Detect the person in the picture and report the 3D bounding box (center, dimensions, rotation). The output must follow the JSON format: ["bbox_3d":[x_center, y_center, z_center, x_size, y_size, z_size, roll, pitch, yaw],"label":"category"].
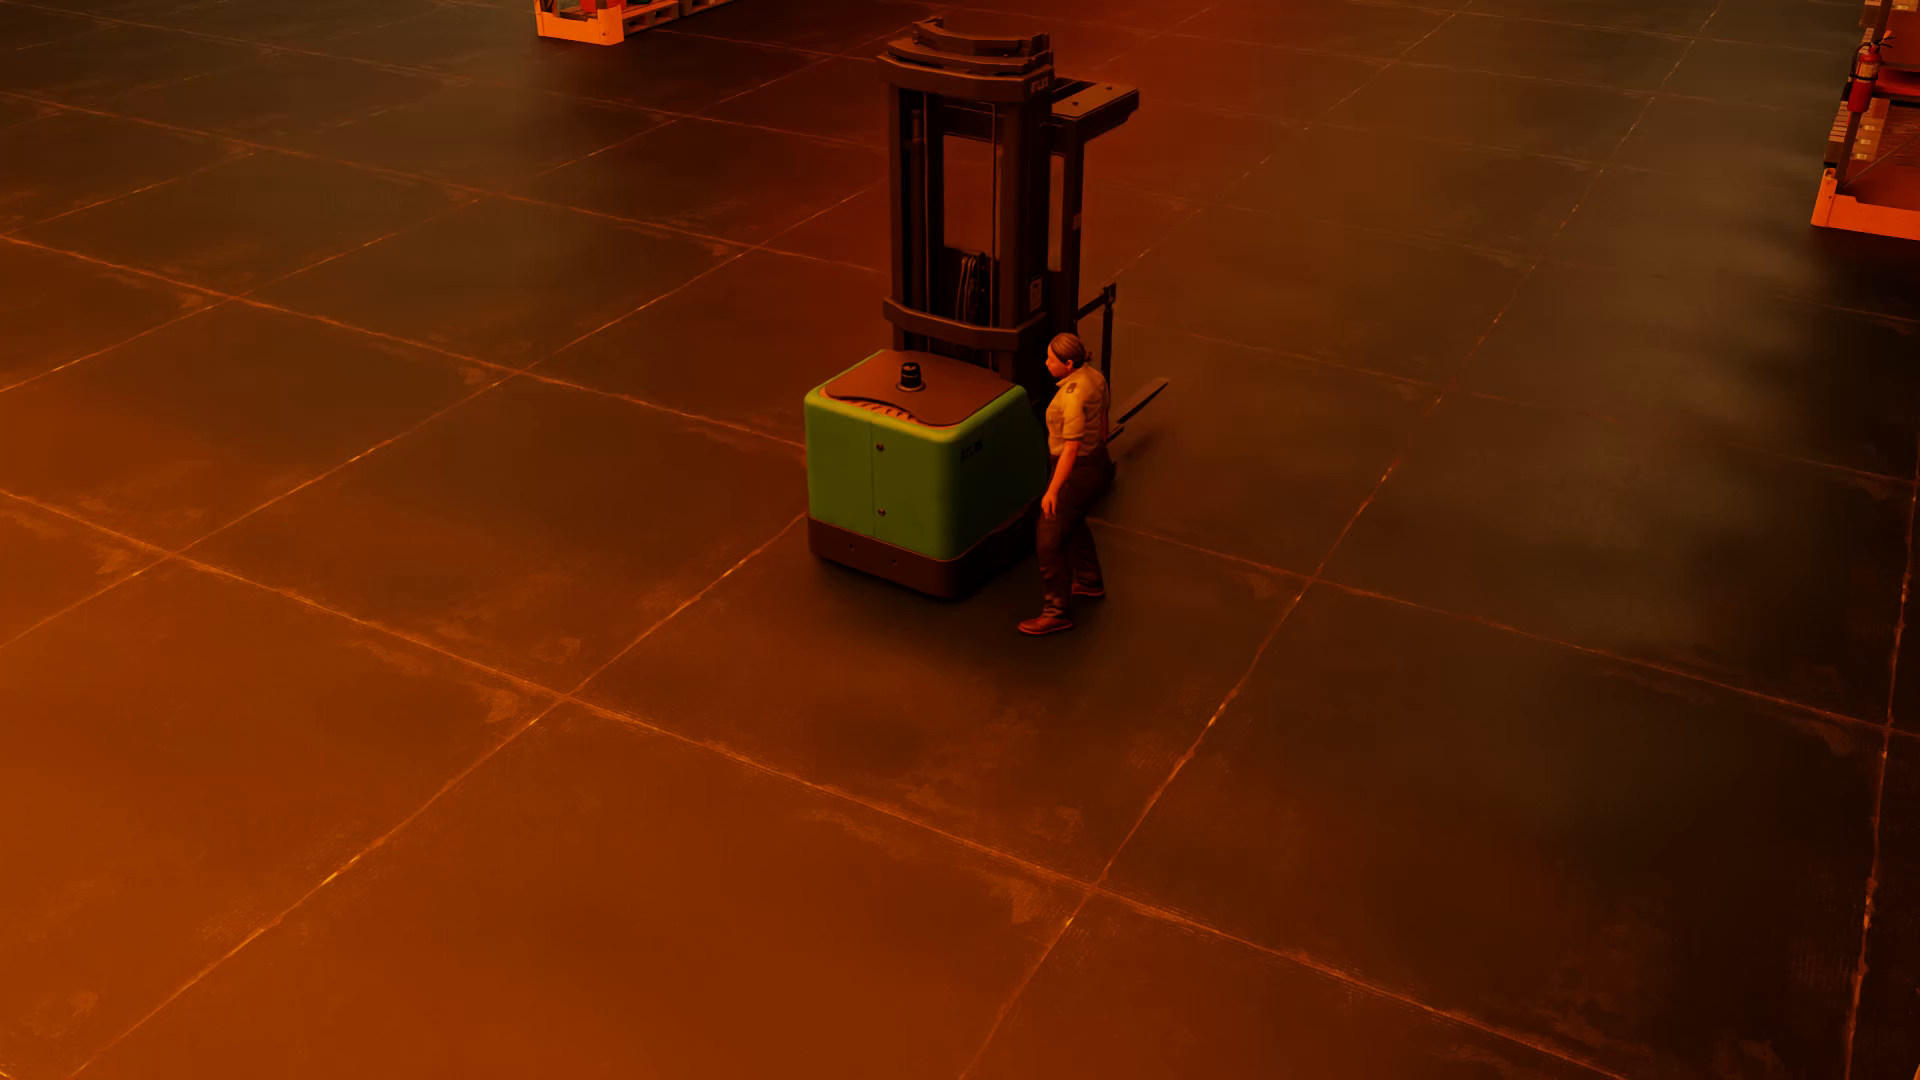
[{"bbox_3d":[0.607,-0.343,8.979,0.371,1.626,0.778,9,31,16],"label":"person"}]

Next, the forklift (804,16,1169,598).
[{"bbox_3d":[0.335,-1.640,9.912,1.130,2.935,3.031,18,35,28],"label":"forklift"}]
